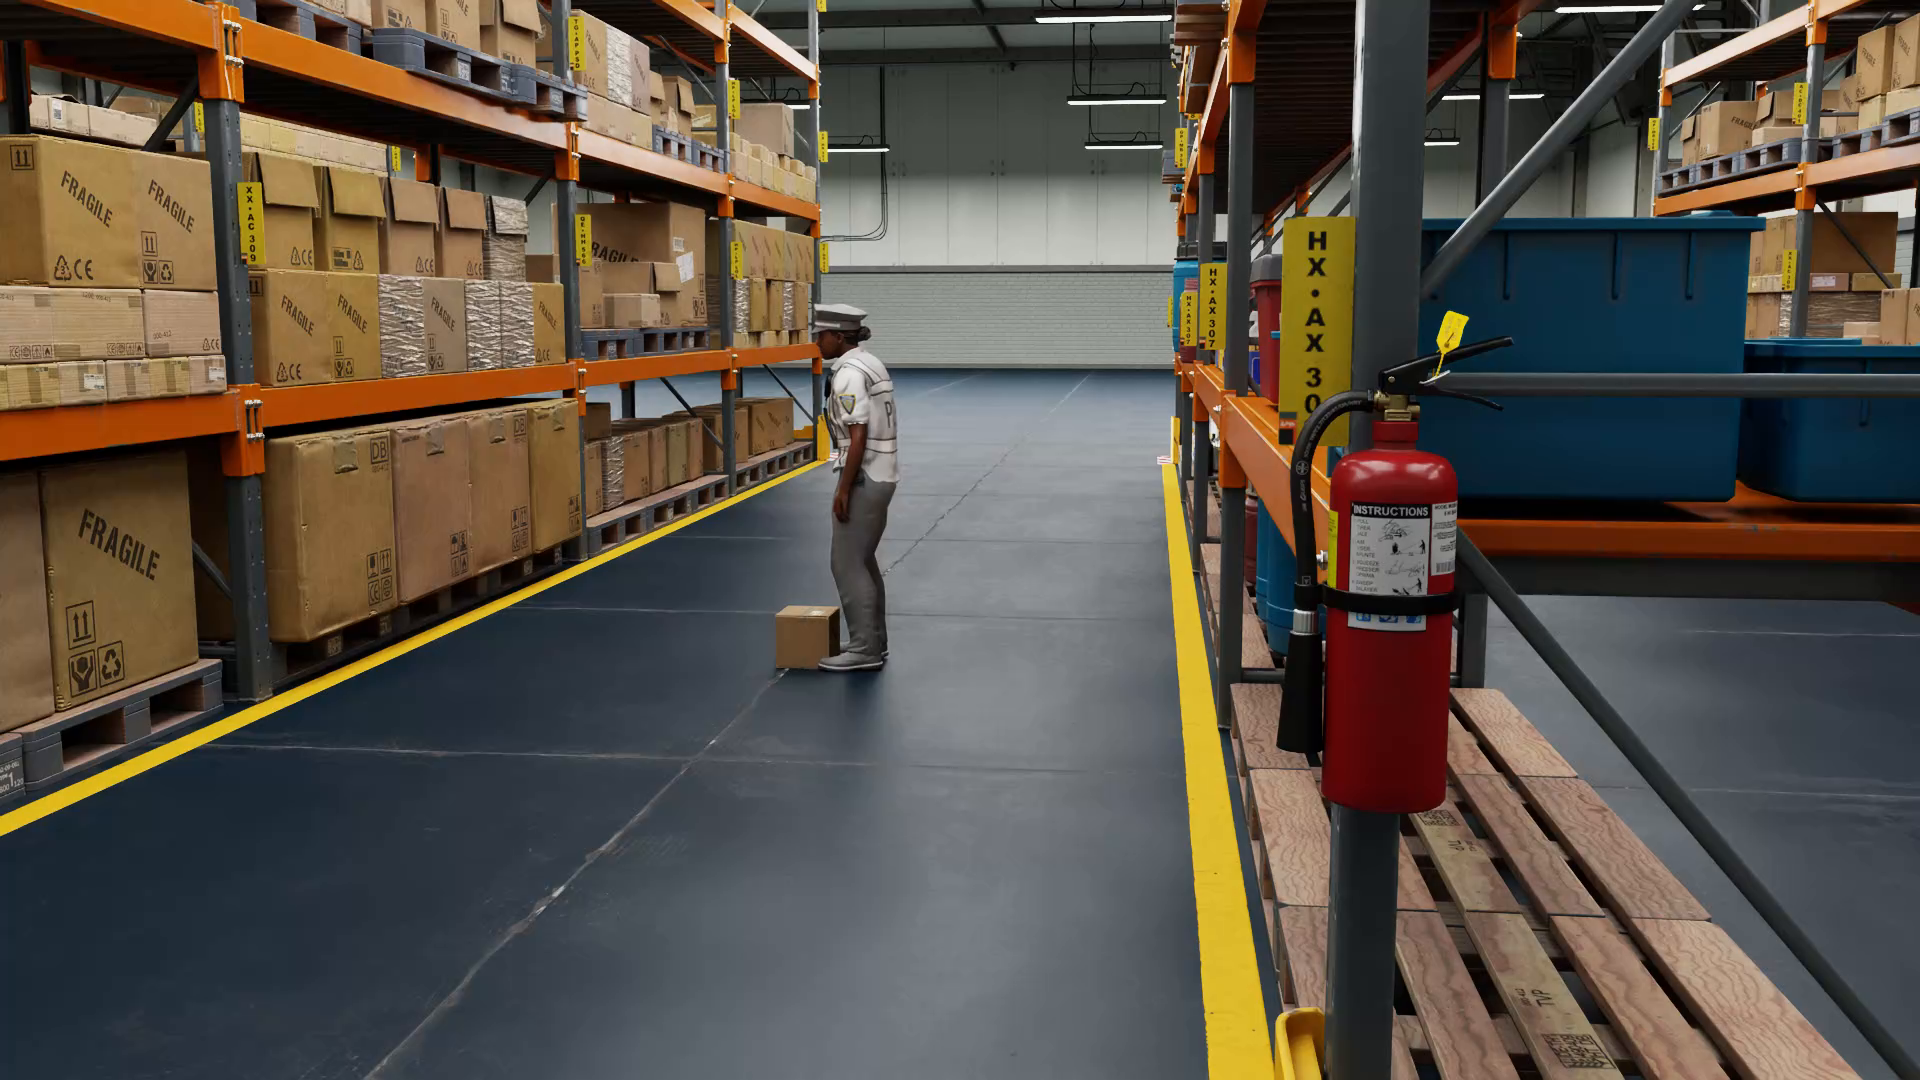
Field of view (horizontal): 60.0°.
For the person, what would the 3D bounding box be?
[{"bbox_3d":[-0.474,-0.244,7.611,0.398,1.658,0.510,1,8,6],"label":"person"}]
